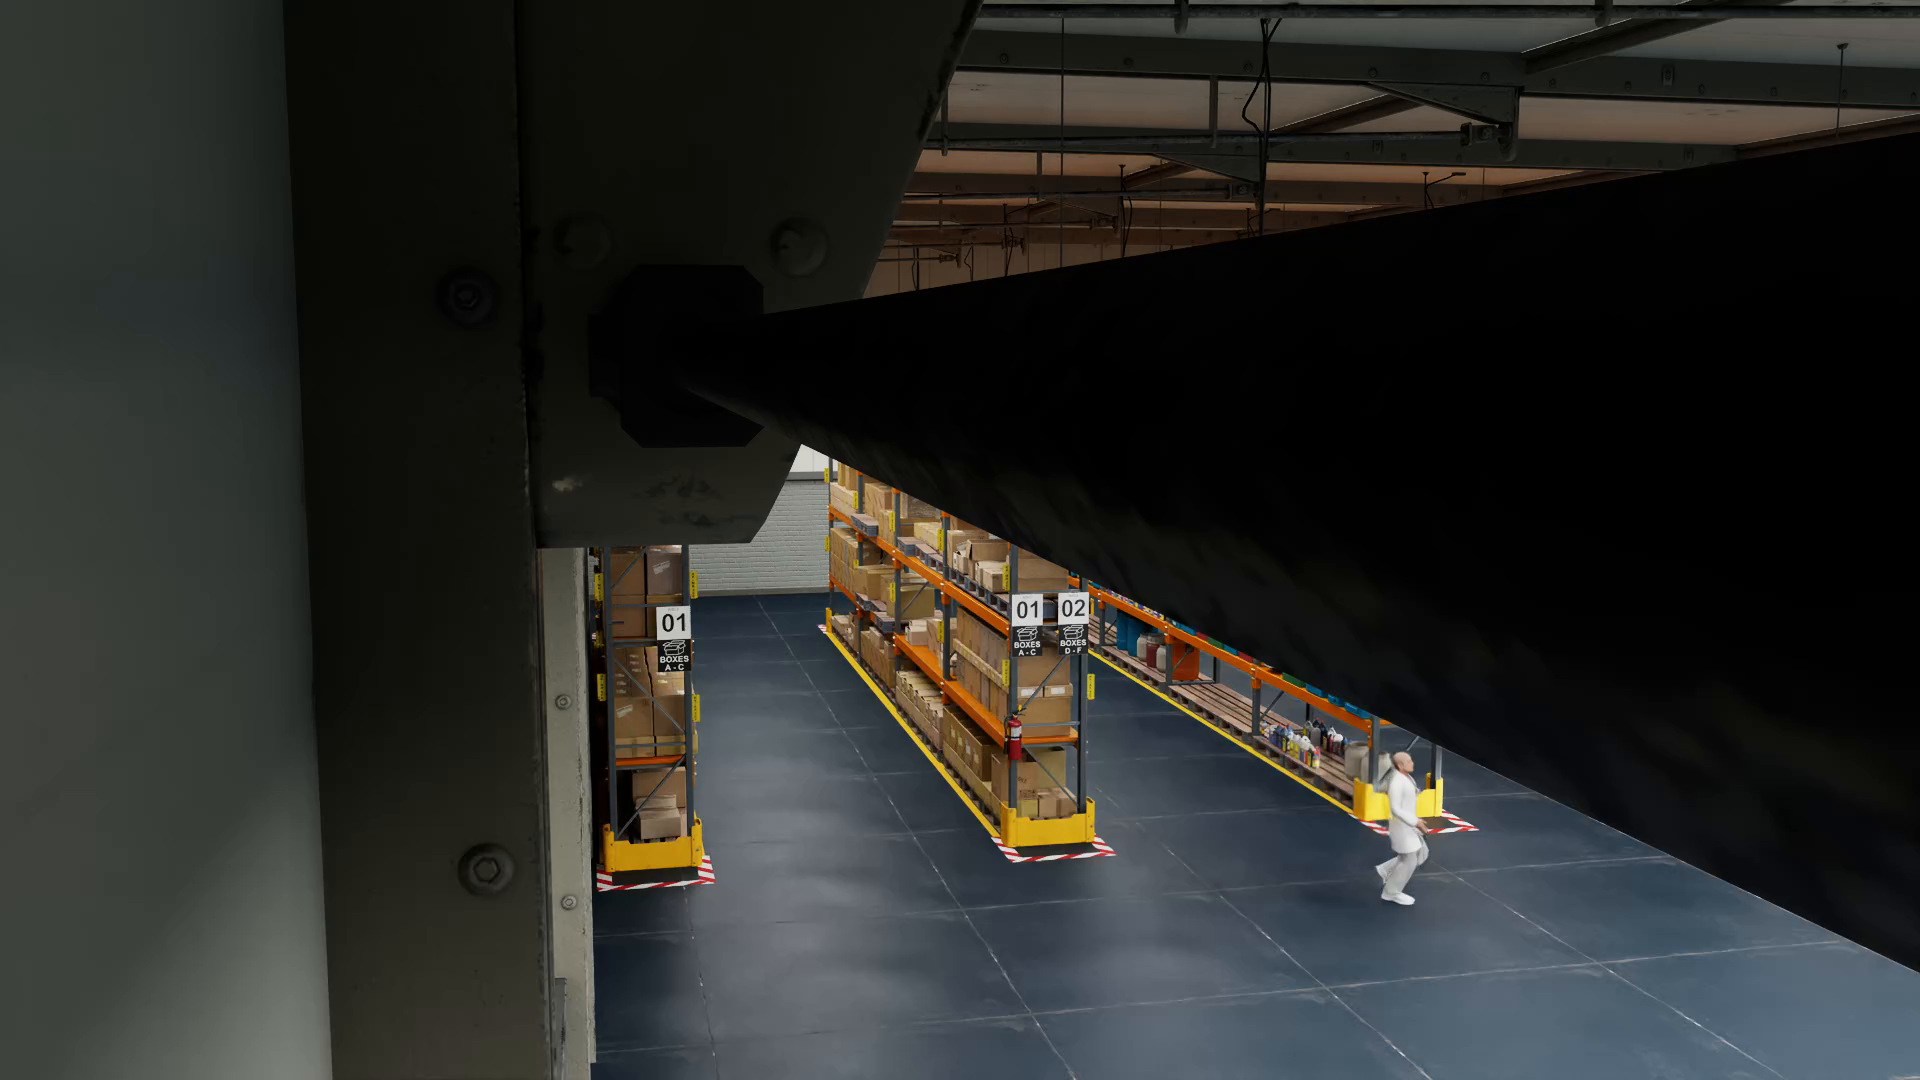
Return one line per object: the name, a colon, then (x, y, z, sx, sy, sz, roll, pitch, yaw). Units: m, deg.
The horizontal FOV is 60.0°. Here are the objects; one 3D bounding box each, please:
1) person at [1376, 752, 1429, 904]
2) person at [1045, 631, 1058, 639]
person: (5.039, 3.248, 18.809, 0.517, 1.740, 0.717, 2, 7, 18)
person: (1.614, 1.918, 30.488, 0.581, 1.602, 0.516, -2, 7, -18)
